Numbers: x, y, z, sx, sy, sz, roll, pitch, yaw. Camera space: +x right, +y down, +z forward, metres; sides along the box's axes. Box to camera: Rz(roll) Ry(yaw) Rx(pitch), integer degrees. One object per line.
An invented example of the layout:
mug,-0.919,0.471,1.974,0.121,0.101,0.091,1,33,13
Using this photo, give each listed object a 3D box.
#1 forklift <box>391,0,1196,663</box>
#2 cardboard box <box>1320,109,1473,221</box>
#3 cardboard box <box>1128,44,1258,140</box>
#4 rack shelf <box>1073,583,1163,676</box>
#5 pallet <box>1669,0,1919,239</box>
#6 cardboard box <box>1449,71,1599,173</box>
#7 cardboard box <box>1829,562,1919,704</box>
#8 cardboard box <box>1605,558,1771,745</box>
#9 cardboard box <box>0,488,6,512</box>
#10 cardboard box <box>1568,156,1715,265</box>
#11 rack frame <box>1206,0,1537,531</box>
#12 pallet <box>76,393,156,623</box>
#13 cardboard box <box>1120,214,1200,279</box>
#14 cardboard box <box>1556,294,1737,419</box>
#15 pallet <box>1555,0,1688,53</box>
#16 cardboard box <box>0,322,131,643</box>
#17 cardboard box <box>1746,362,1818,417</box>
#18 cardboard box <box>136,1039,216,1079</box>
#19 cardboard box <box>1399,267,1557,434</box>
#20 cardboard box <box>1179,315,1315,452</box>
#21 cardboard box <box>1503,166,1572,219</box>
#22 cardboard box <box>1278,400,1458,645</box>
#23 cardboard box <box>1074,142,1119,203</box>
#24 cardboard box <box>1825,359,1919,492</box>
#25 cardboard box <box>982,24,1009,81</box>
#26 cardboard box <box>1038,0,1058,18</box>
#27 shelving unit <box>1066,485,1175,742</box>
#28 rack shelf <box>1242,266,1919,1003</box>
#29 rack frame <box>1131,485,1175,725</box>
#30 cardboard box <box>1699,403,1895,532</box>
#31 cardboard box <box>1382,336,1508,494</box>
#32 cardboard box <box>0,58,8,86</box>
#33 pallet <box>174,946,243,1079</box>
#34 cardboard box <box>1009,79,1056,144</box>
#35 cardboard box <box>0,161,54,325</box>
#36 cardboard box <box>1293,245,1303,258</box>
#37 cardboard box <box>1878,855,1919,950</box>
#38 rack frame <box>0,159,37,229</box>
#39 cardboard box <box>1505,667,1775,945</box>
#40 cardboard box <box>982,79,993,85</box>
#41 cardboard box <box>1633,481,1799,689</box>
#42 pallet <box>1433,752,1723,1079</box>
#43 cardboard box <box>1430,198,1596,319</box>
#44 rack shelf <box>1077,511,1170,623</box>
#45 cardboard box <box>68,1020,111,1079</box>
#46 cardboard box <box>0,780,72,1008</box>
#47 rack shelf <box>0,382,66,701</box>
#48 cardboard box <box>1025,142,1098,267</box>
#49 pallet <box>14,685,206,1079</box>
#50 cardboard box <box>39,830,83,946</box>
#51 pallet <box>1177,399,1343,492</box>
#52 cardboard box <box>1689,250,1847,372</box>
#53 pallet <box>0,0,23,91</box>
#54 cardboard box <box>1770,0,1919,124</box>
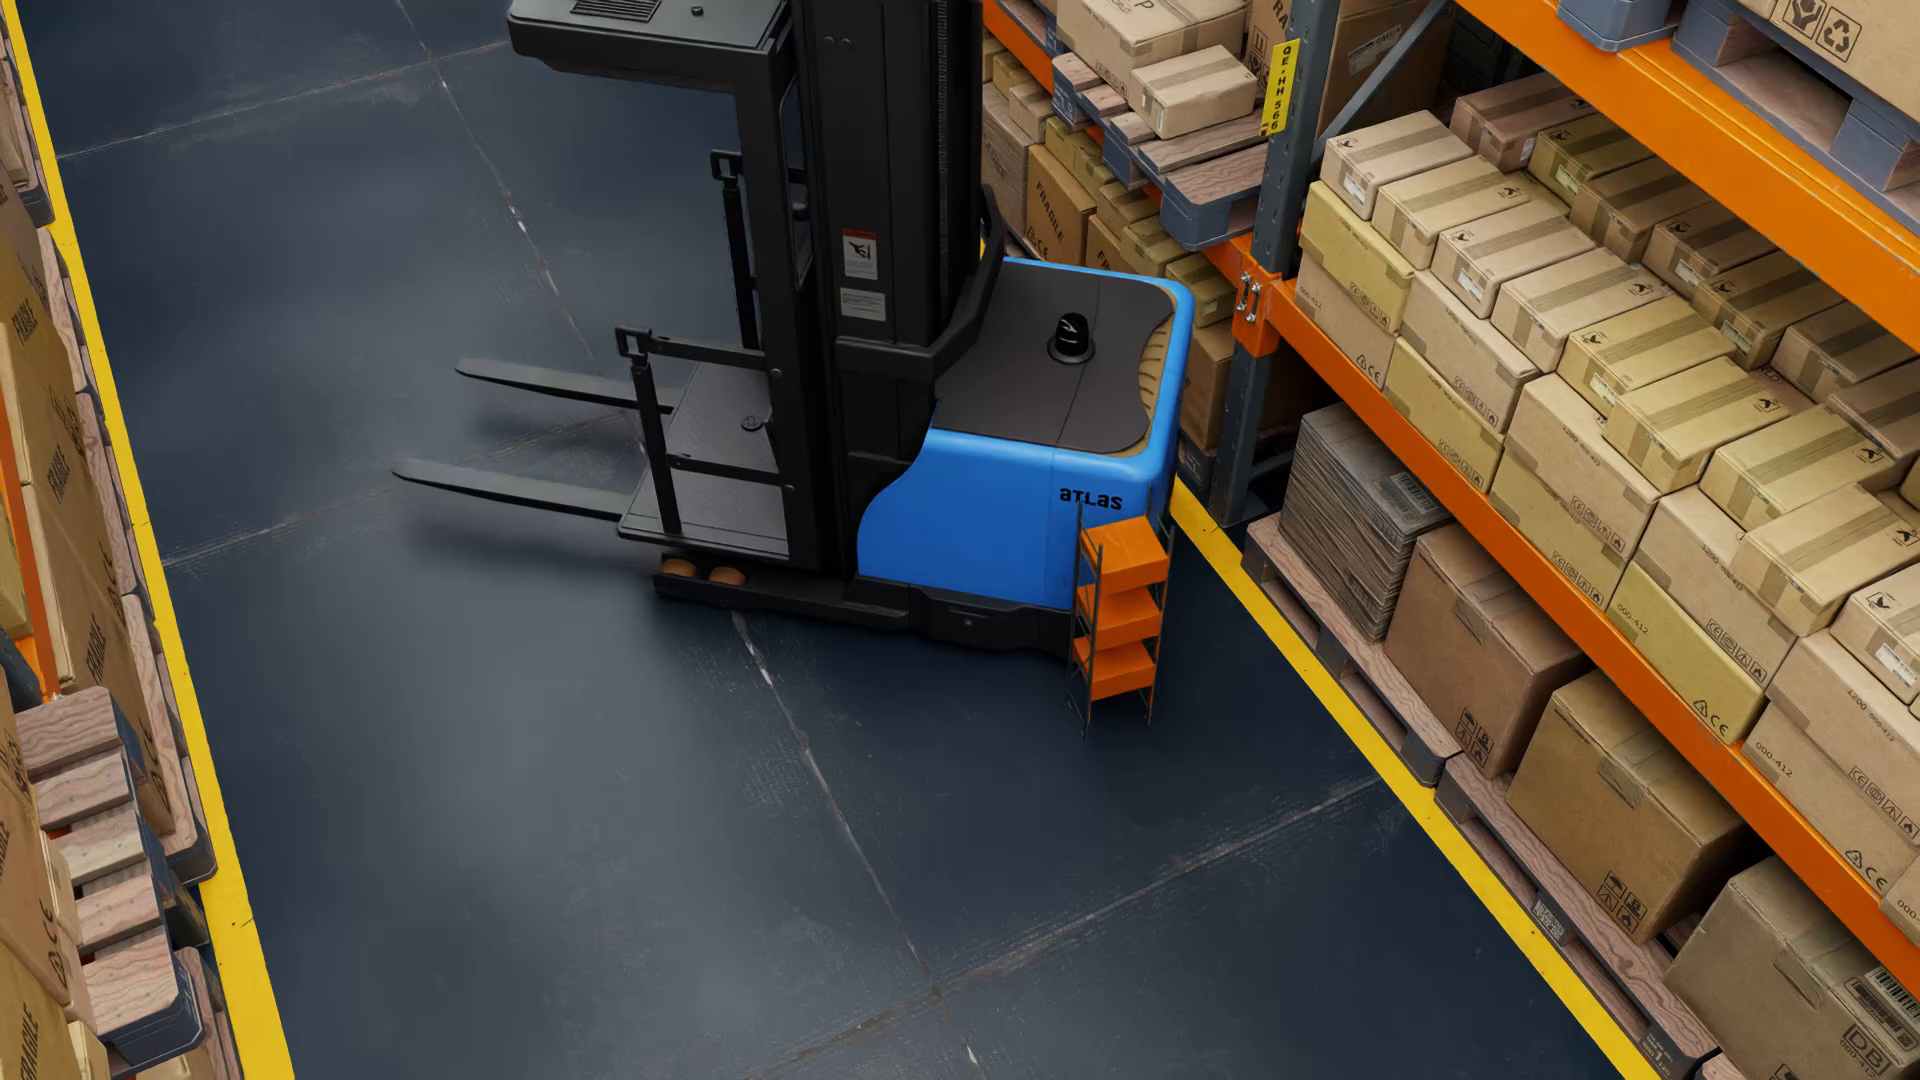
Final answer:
forklift,-0.703,-1.083,5.643,3.031,2.935,1.130,10,50,8
cardboard box,1.356,-1.170,5.175,0.380,0.149,0.250,-20,52,-16
cardboard box,0.830,-1.601,5.938,0.380,0.149,0.250,-20,52,-17
rack shelf,0.536,0.282,5.709,0.240,0.259,0.215,-14,49,-12
pallet,2.376,-0.992,3.650,1.003,0.211,1.213,-19,51,-16
cardboard box,1.800,-1.336,5.321,0.380,0.149,0.250,-20,52,-16
cardboard box,2.337,0.196,3.981,0.380,0.149,0.250,-21,52,-17
cardboard box,2.161,0.221,4.556,0.500,0.250,0.500,-20,52,-16
cardboard box,-3.191,-0.228,4.949,0.500,0.250,0.500,-23,53,-19
cardboard box,2.084,-1.005,5.032,0.380,0.149,0.250,-21,52,-18
rack frame,1.472,-1.238,5.733,1.000,3.000,0.127,-21,52,-18
pallet,-3.788,0.023,6.482,1.003,0.211,1.213,-21,52,-18
cardboard box,0.868,-1.182,6.634,0.380,0.149,0.250,-24,53,-19
cardboard box,1.892,-0.500,4.590,0.380,0.149,0.250,-21,52,-17
pallet,1.862,-1.740,4.304,1.213,0.211,1.003,-19,51,-16
cardboard box,-3.587,-0.054,5.829,0.875,0.875,0.875,-21,52,-17
cardboard box,2.387,-0.470,4.829,0.500,0.250,0.500,-22,52,-18
cardboard box,-2.690,1.583,4.732,0.950,0.372,0.625,-24,53,-20
cardboard box,1.686,-0.636,4.974,0.500,0.250,0.500,-20,52,-16
cardboard box,1.087,-0.762,6.698,0.500,0.500,0.500,-20,52,-16
cardboard box,1.924,-1.148,5.422,0.500,0.250,0.500,-20,52,-17
cardboard box,1.745,-0.172,6.099,0.875,0.625,0.625,-20,52,-16
cardboard box,0.706,-1.566,6.970,0.380,0.149,0.250,-20,52,-16
cardboard box,2.520,-0.315,4.428,0.380,0.149,0.250,-20,52,-17
cardboard box,0.222,-2.260,7.577,0.380,0.149,0.250,-19,52,-16
cardboard box,0.560,-2.439,6.435,0.797,0.503,0.637,-22,52,-18
shelving unit,0.536,0.275,5.701,0.252,1.050,0.215,-14,49,-12
rack shelf,2.387,0.338,4.833,1.077,0.370,4.000,-21,52,-18
rack frame,0.652,0.246,5.726,0.008,1.050,0.200,-14,49,-12
cardboard box,2.161,-0.169,4.300,0.380,0.149,0.250,-21,52,-18
cardboard box,1.683,-0.469,5.160,0.500,0.250,0.500,-22,52,-18
cardboard box,-5.373,-2.554,8.307,0.875,0.438,0.875,-23,53,-19
pallet,-2.584,1.916,4.827,1.003,0.211,1.213,-21,52,-18
cardboard box,0.439,-1.907,7.269,0.380,0.149,0.250,-23,53,-19
cardboard box,-4.416,-1.254,6.879,0.875,0.875,0.875,-20,52,-16
cardboard box,1.510,-1.223,6.670,0.380,0.149,0.250,-19,51,-16
cardboard box,2.604,0.907,3.956,0.500,0.250,0.500,-21,52,-18
rack frame,-4.771,-2.203,6.576,1.000,3.000,0.127,-21,52,-18
cardboard box,2.359,0.713,5.325,0.875,0.625,0.625,-23,53,-19
cardboard box,0.139,-2.141,7.904,0.500,0.500,0.500,-23,53,-19
cardboard box,2.165,0.053,4.371,0.500,0.250,0.500,-20,52,-17
pallet,2.368,1.060,5.575,1.003,0.211,1.213,-21,52,-18
cardboard box,1.619,-0.828,4.877,0.380,0.149,0.250,-20,52,-17
rack shelf,0.534,0.090,5.500,0.240,0.259,0.215,-14,49,-12
cardboard box,-1.992,1.215,3.475,0.380,0.149,0.250,-20,52,-17
cardboard box,-2.239,0.756,3.446,0.500,0.500,0.500,-22,52,-18
rack shelf,-3.855,-0.627,5.677,1.077,0.370,4.000,-21,52,-18
cardboard box,0.625,-1.450,7.300,0.500,0.500,0.500,-19,52,-16
pallet,-2.519,0.978,3.922,1.213,0.211,1.003,-21,52,-18
cardboard box,-2.239,0.865,3.781,0.380,0.149,0.250,-22,52,-18
pallet,1.164,-0.833,7.231,1.003,0.211,1.213,-21,52,-18
cardboard box,2.309,-0.663,4.733,0.380,0.149,0.250,-21,52,-18
pallet,-5.611,-2.638,8.810,1.003,0.211,1.213,-21,52,-18
cardboard box,2.052,-1.179,3.277,0.500,0.500,0.500,-20,52,-17
